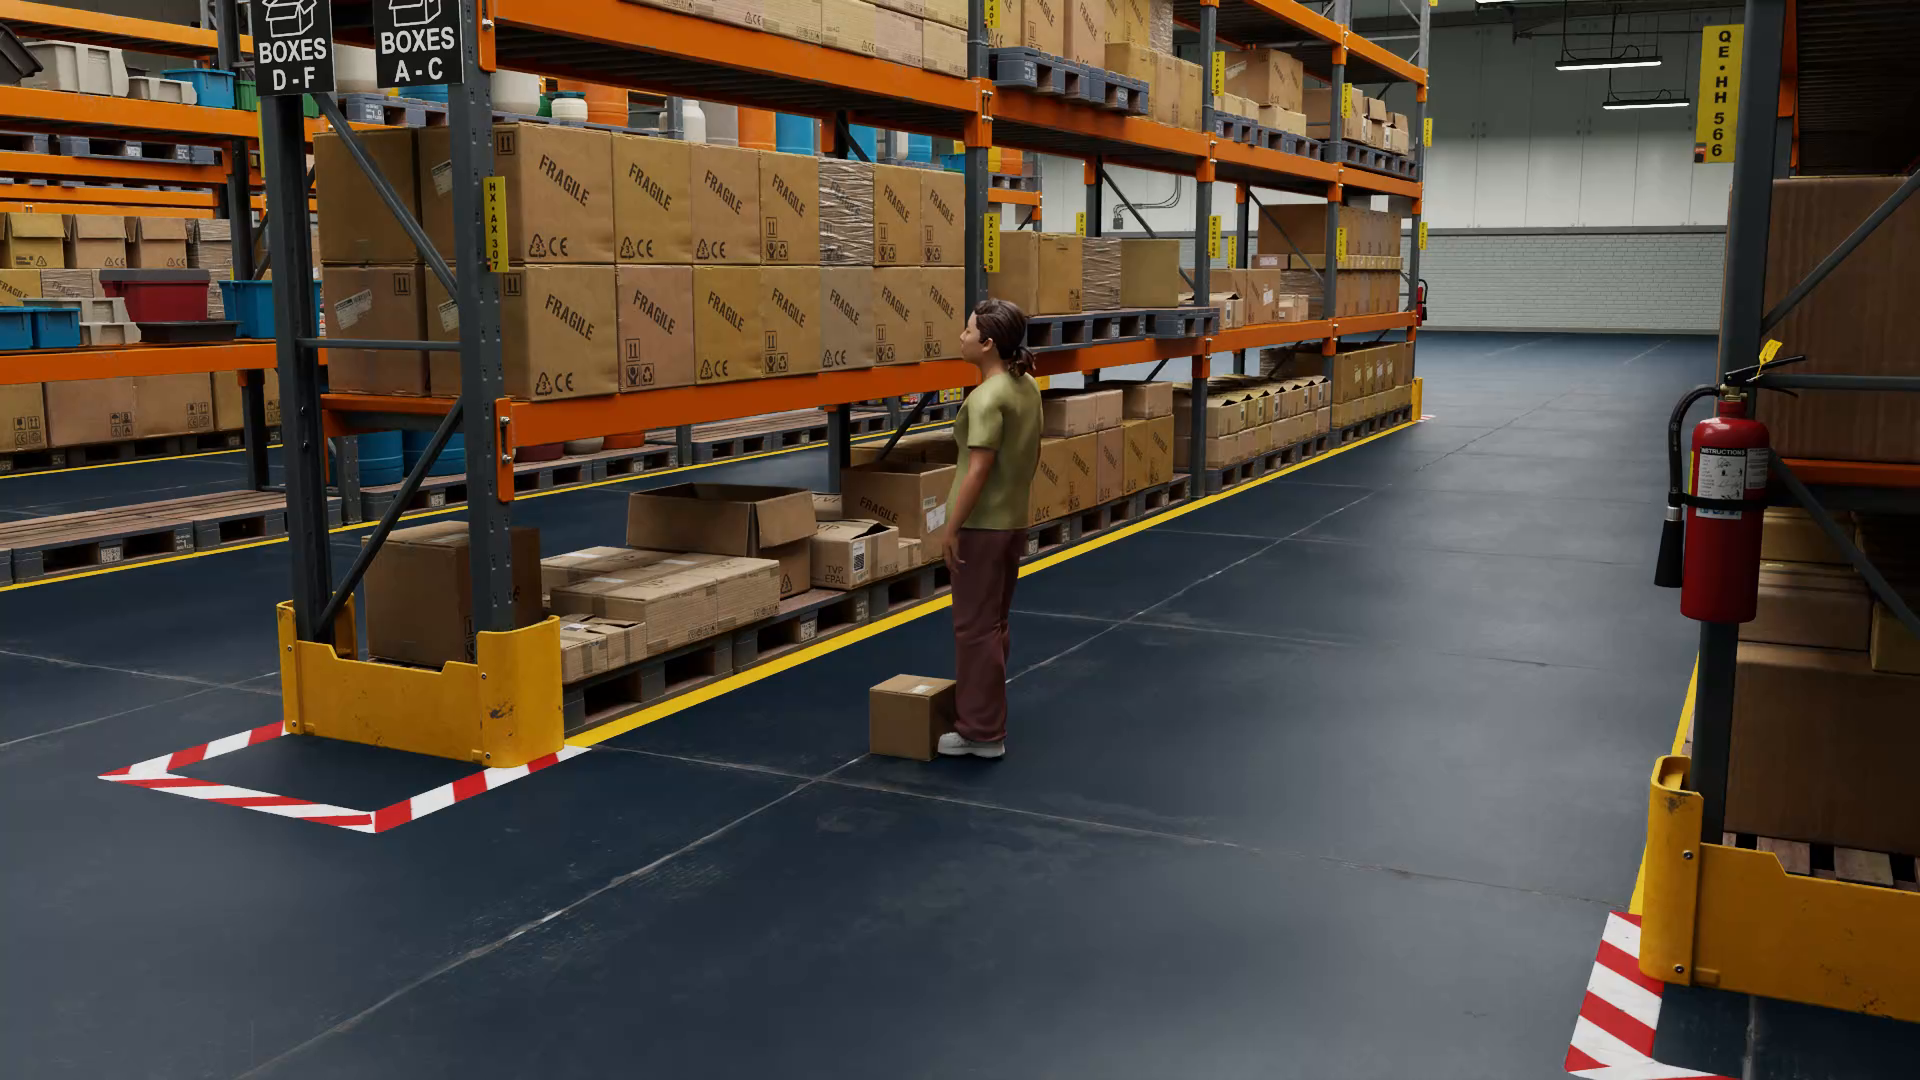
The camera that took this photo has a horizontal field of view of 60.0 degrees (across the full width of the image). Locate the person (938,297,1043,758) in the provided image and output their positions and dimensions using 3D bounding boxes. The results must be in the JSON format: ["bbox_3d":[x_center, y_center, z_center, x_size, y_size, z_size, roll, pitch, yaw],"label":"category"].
[{"bbox_3d":[0.038,-0.038,6.049,0.549,1.675,0.553,5,10,26],"label":"person"}]
